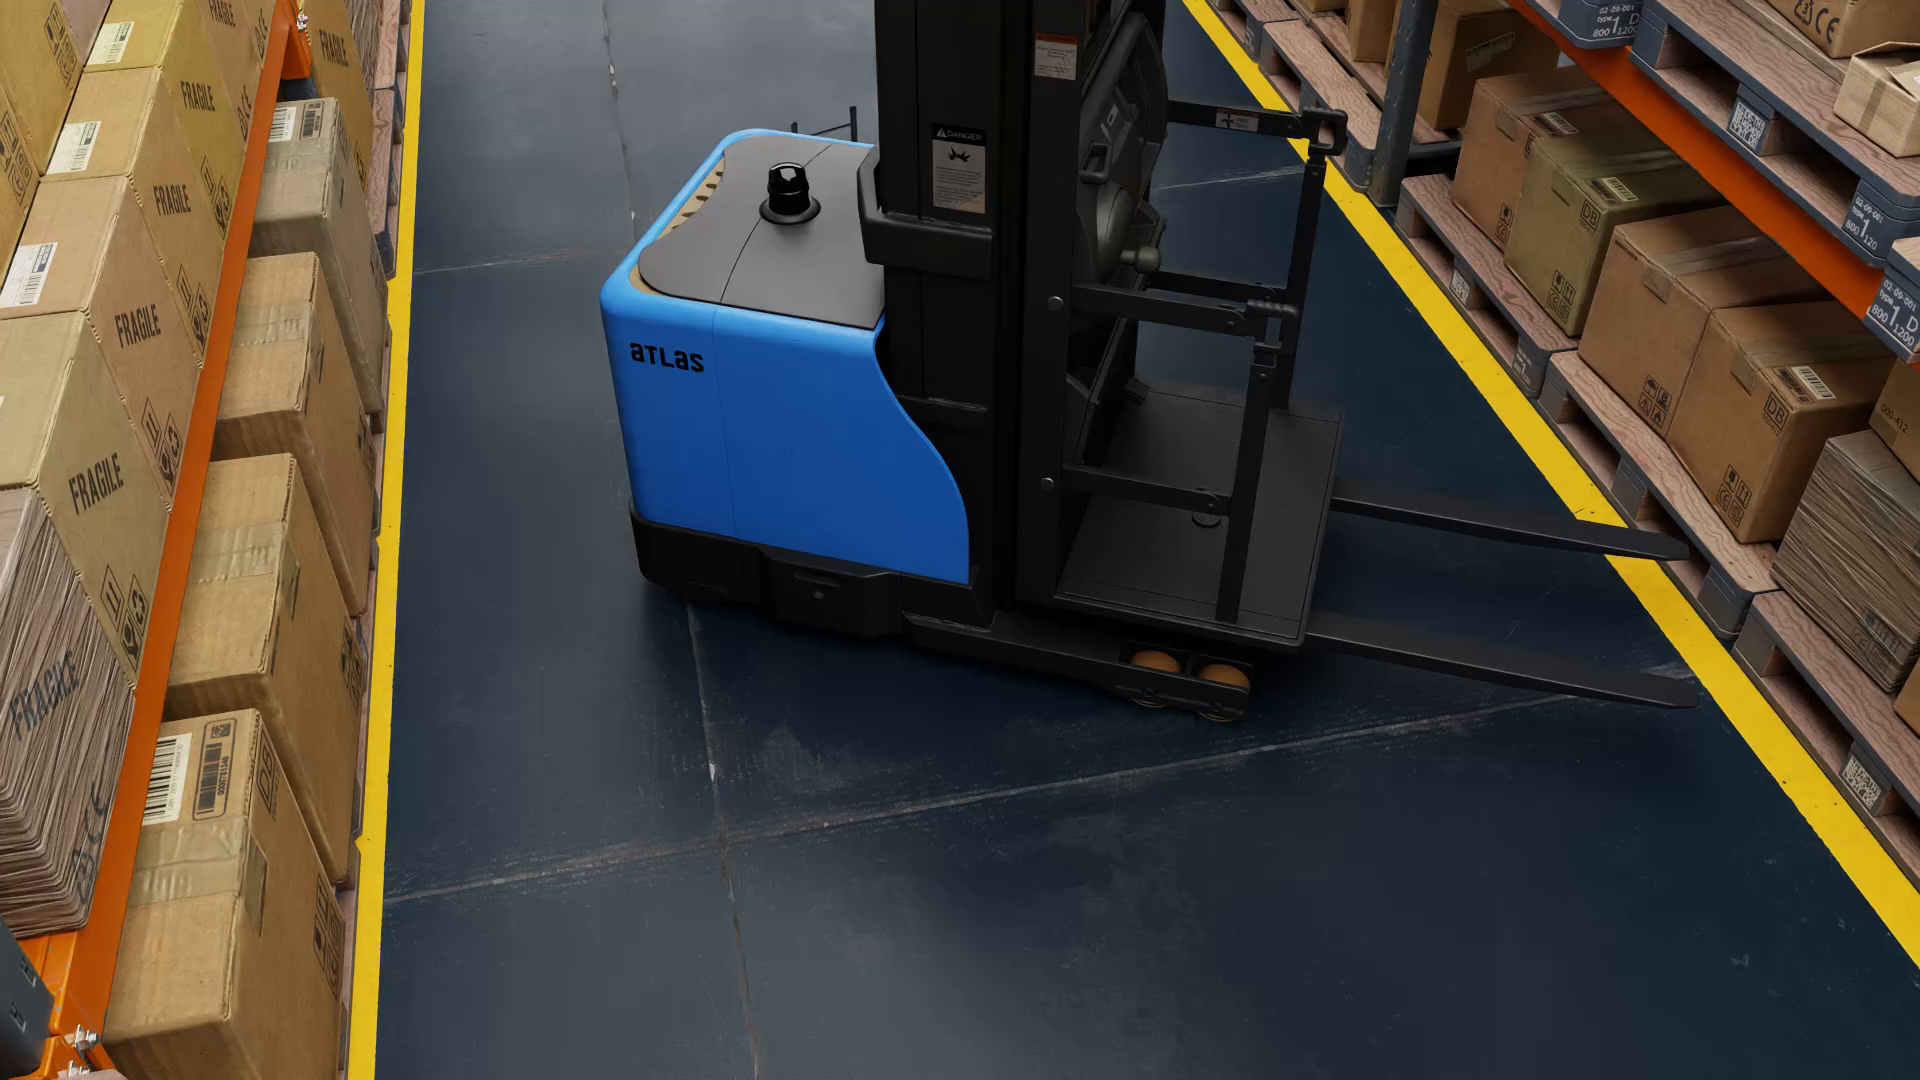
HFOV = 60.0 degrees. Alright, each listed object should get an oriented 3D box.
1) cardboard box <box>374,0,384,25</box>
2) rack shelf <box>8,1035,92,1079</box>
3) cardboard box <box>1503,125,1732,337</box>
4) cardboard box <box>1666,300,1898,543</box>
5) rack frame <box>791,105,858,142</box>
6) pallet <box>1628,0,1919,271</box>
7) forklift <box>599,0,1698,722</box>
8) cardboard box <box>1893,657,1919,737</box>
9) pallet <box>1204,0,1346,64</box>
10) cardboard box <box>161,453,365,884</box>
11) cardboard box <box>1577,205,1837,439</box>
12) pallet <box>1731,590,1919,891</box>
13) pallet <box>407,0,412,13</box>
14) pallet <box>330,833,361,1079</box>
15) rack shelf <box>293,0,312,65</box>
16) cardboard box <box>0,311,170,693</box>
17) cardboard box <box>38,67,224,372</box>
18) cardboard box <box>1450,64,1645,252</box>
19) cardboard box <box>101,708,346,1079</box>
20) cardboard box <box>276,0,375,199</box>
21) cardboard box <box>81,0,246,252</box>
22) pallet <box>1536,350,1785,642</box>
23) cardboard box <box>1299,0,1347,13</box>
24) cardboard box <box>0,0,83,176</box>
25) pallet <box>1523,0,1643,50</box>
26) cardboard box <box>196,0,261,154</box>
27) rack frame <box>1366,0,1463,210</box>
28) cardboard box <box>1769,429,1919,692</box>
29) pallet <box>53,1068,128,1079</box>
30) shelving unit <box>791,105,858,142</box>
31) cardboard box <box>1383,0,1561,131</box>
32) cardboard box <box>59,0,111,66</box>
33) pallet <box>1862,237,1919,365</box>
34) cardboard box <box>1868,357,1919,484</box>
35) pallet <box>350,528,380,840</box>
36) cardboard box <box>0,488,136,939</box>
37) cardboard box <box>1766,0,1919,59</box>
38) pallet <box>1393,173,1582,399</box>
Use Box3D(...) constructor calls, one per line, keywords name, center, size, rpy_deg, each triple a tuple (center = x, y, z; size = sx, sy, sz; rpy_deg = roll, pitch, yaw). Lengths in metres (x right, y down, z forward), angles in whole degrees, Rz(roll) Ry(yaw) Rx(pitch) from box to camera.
Box3D(name="cardboard box", center=(-3.151, -2.885, 7.524), size=(0.875, 0.875, 0.875), rpy_deg=(-9, 42, -10))
Box3D(name="rack shelf", center=(-1.396, 2.229, 1.022), size=(1.077, 0.370, 4.000), rpy_deg=(-8, 42, -9))
Box3D(name="cardboard box", center=(2.370, -1.092, 5.772), size=(0.700, 0.500, 0.500), rpy_deg=(-9, 42, -10))
Box3D(name="cardboard box", center=(2.612, -0.367, 4.956), size=(0.700, 0.500, 0.500), rpy_deg=(-5, 42, -6))
Box3D(name="rack frame", center=(-0.449, -1.064, 5.771), size=(0.240, 0.900, 0.006), rpy_deg=(-22, 46, -23))
Box3D(name="pallet", center=(2.570, -1.188, 4.473), size=(1.003, 0.211, 1.213), rpy_deg=(-8, 42, -9))
Box3D(name="forklift", center=(3.773, -0.514, 3.621), size=(9.518, 2.935, 1.550), rpy_deg=(11, 43, 12))
Box3D(name="cardboard box", center=(2.873, 0.357, 4.140), size=(0.700, 0.500, 0.500), rpy_deg=(-10, 43, -12))
Box3D(name="pallet", center=(1.728, -2.755, 8.194), size=(1.003, 0.211, 1.213), rpy_deg=(-8, 42, -9))
Box3D(name="cardboard box", center=(-2.063, 0.374, 3.948), size=(1.050, 0.750, 0.750), rpy_deg=(-8, 42, -9))
Box3D(name="cardboard box", center=(2.491, -0.729, 5.363), size=(0.700, 0.500, 0.500), rpy_deg=(-12, 43, -13))
Box3D(name="pallet", center=(10.684, 1.291, 3.636), size=(15.783, 0.211, 6.755), rpy_deg=(-8, 42, -9))
Box3D(name="pallet", center=(-3.305, -2.972, 8.440), size=(1.003, 0.211, 1.213), rpy_deg=(-8, 42, -9))
Box3D(name="pallet", center=(-1.924, 1.184, 3.757), size=(1.003, 0.211, 1.213), rpy_deg=(-8, 42, -9))
Box3D(name="rack shelf", center=(-3.122, -2.957, 6.864), size=(1.077, 0.370, 4.000), rpy_deg=(-8, 42, -9))
Box3D(name="cardboard box", center=(-1.773, -0.033, 2.952), size=(0.500, 0.500, 0.500), rpy_deg=(-9, 42, -10))
Box3D(name="cardboard box", center=(-1.987, -0.683, 3.685), size=(0.500, 0.500, 0.500), rpy_deg=(-9, 42, -10))
Box3D(name="cardboard box", center=(2.286, -1.403, 6.123), size=(0.700, 0.500, 0.500), rpy_deg=(-11, 43, -13))
Box3D(name="cardboard box", center=(-0.293, -1.175, 5.324), size=(5.455, 1.239, 5.693), rpy_deg=(-9, 42, -10))
Box3D(name="cardboard box", center=(-2.758, -1.710, 6.201), size=(0.875, 0.875, 0.875), rpy_deg=(-8, 42, -9))
Box3D(name="cardboard box", center=(-2.099, -1.012, 4.055), size=(0.500, 0.500, 0.500), rpy_deg=(-8, 42, -9))
Box3D(name="pallet", center=(2.611, -0.235, 5.356), size=(1.003, 0.211, 1.213), rpy_deg=(-8, 42, -9))
Box3D(name="cardboard box", center=(1.785, -2.823, 7.738), size=(0.500, 0.500, 0.500), rpy_deg=(-12, 43, -13))
Box3D(name="cardboard box", center=(-2.248, -1.032, 3.324), size=(0.700, 0.500, 0.500), rpy_deg=(-9, 42, -10))
Box3D(name="pallet", center=(2.197, -1.987, 5.373), size=(1.003, 0.211, 1.213), rpy_deg=(-8, 42, -9))
Box3D(name="cardboard box", center=(-2.208, -1.340, 4.424), size=(0.500, 0.500, 0.500), rpy_deg=(-9, 42, -10))
Box3D(name="rack frame", center=(2.174, -2.575, 5.891), size=(1.000, 3.000, 0.127), rpy_deg=(-8, 42, -9))
Box3D(name="cardboard box", center=(2.741, -0.001, 4.543), size=(0.700, 0.500, 0.500), rpy_deg=(-12, 43, -13))
Box3D(name="pallet", center=(-1.569, 1.182, 1.804), size=(1.213, 0.211, 1.003), rpy_deg=(-8, 42, -9))
Box3D(name="shelving unit", center=(-6.681, -2.507, 5.669), size=(9.927, 3.194, 8.476), rpy_deg=(-22, 46, -23))
Box3D(name="cardboard box", center=(2.127, -2.062, 6.880), size=(0.500, 0.500, 0.500), rpy_deg=(-10, 42, -11))
Box3D(name="cardboard box", center=(-2.356, -1.359, 3.693), size=(0.700, 0.500, 0.500), rpy_deg=(-8, 42, -9))
Box3D(name="pallet", center=(2.780, -0.357, 3.537), size=(1.213, 0.211, 1.003), rpy_deg=(-8, 42, -9))
Box3D(name="cardboard box", center=(2.739, -0.265, 4.275), size=(0.500, 0.250, 0.500), rpy_deg=(-4, 42, -4))
Box3D(name="pallet", center=(-2.184, 0.395, 4.646), size=(1.003, 0.211, 1.213), rpy_deg=(-8, 42, -9))
Box3D(name="cardboard box", center=(-1.661, 0.296, 2.582), size=(0.500, 0.500, 0.500), rpy_deg=(-8, 42, -9))
Box3D(name="cardboard box", center=(2.639, -1.660, 4.466), size=(0.797, 0.503, 0.637), rpy_deg=(-4, 42, -5))
Box3D(name="pallet", center=(2.344, -1.028, 6.249), size=(1.003, 0.211, 1.213), rpy_deg=(-8, 42, -9))
